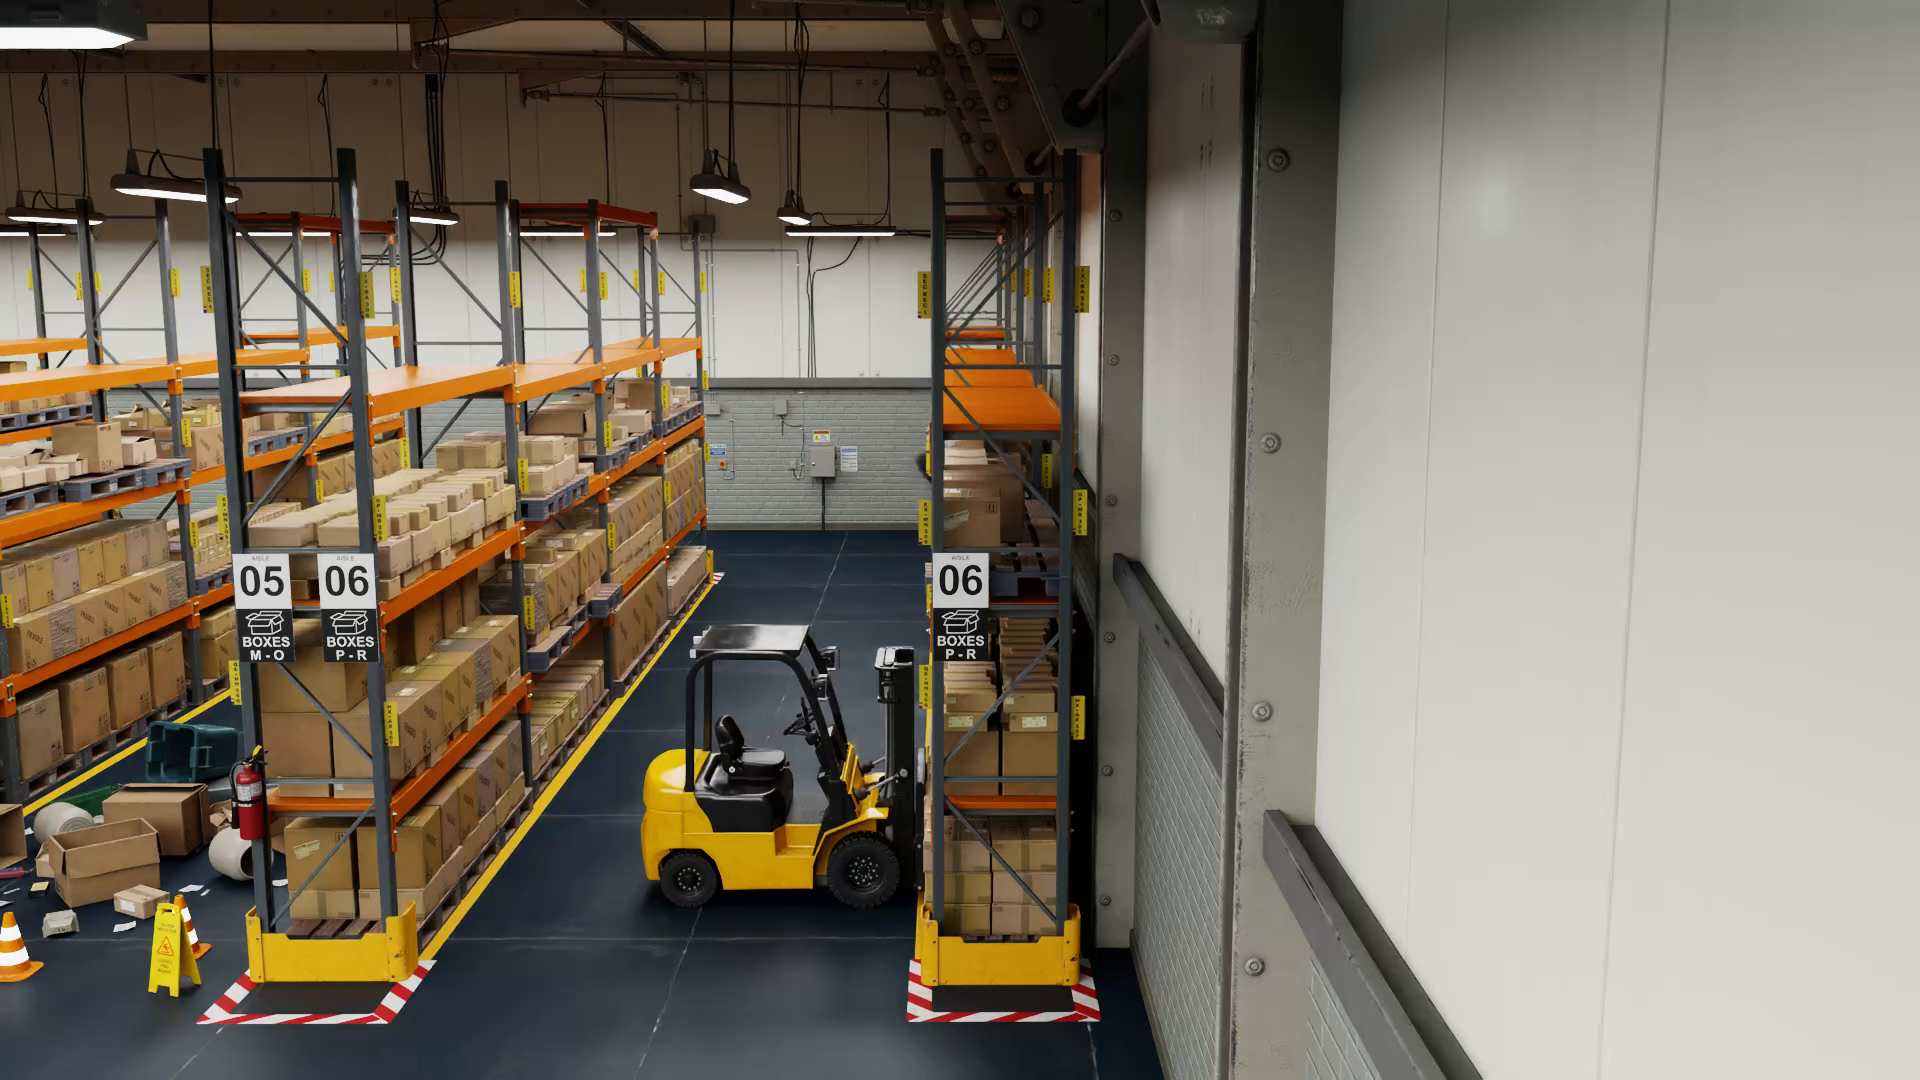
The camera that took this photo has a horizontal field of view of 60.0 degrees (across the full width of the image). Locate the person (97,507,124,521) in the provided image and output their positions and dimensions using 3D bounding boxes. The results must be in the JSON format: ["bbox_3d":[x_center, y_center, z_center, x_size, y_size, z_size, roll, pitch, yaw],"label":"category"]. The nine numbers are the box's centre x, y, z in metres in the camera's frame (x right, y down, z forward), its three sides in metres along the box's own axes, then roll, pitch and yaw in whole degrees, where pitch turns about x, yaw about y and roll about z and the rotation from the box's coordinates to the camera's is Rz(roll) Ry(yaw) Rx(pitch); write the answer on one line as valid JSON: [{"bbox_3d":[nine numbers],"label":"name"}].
[{"bbox_3d":[-14.780,-0.310,28.959,0.516,1.723,0.689,2,9,15],"label":"person"}]
